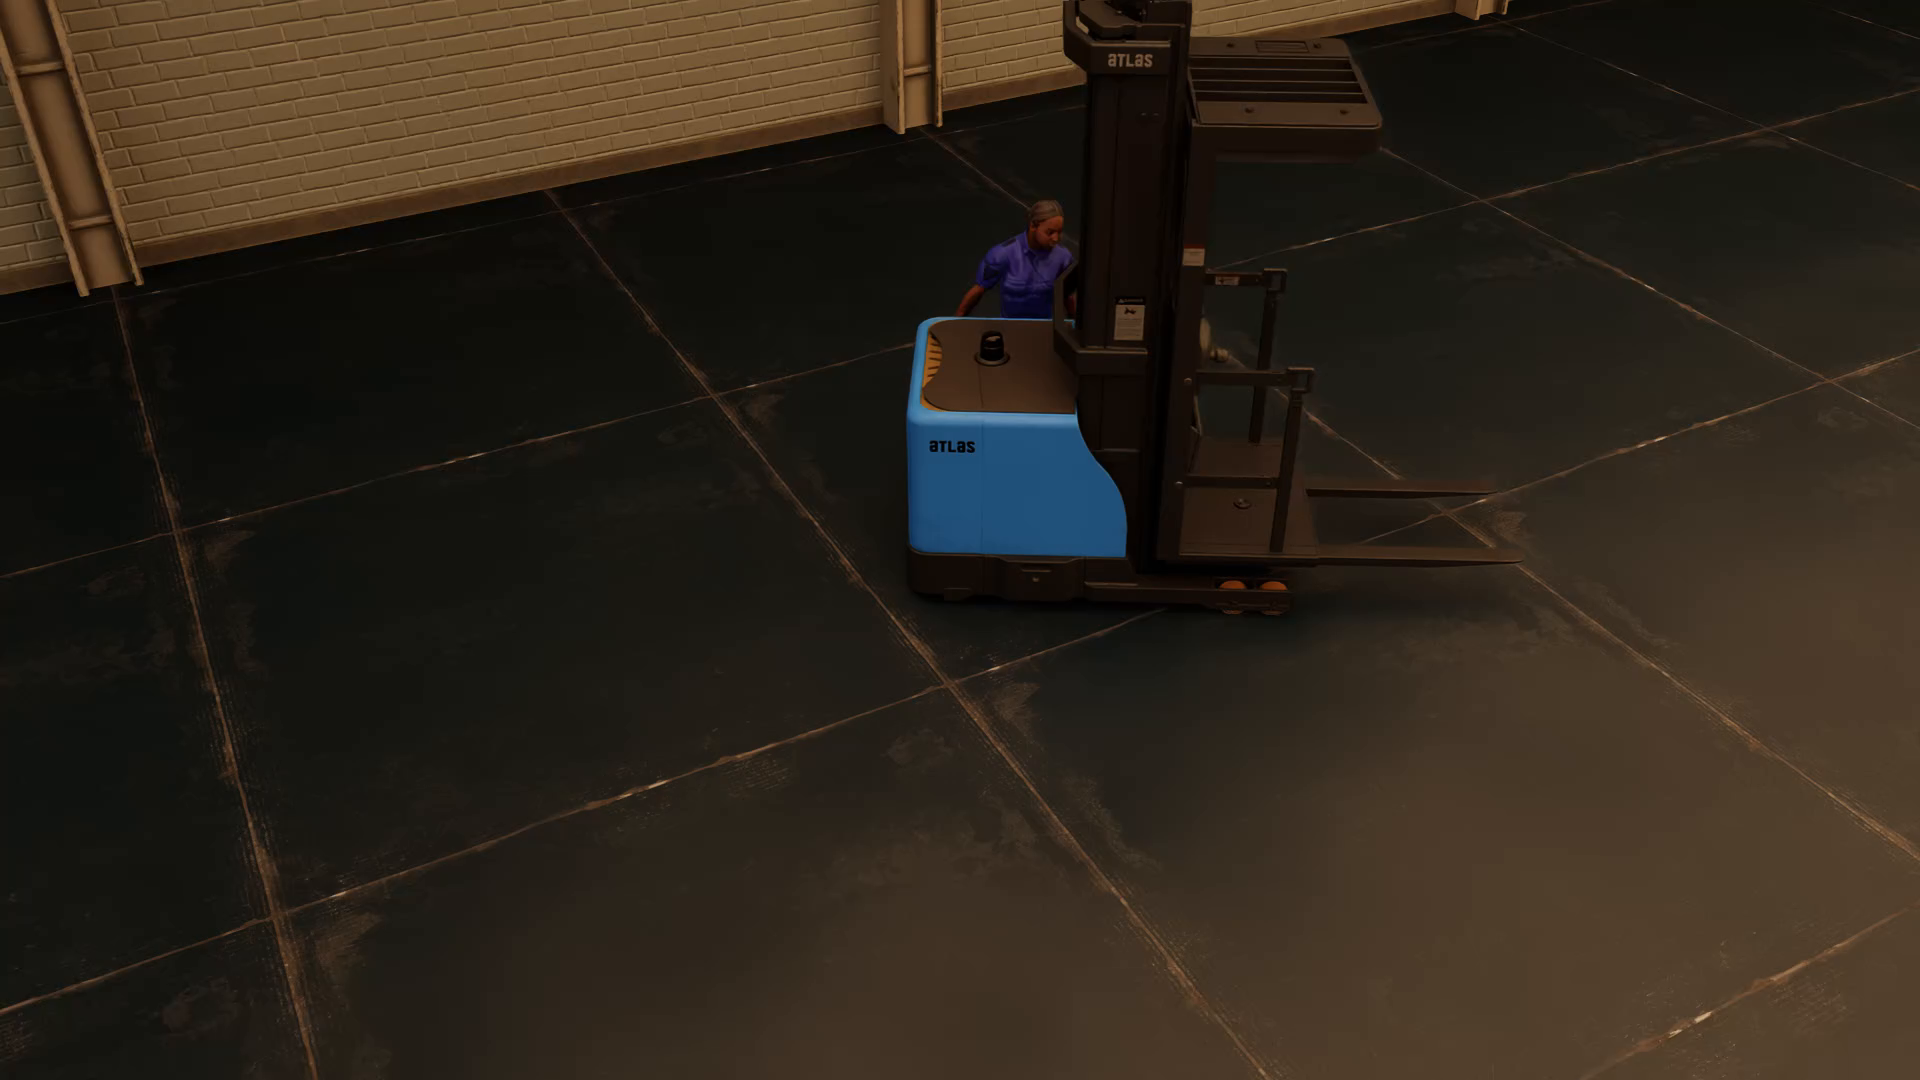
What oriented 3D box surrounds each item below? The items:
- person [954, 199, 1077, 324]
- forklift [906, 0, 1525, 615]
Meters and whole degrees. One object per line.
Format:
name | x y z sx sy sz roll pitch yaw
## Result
person | 0.321 -1.098 8.875 0.818 1.614 0.472 -4 35 -6
forklift | 1.269 -1.143 7.741 3.031 2.935 1.130 1 35 2
